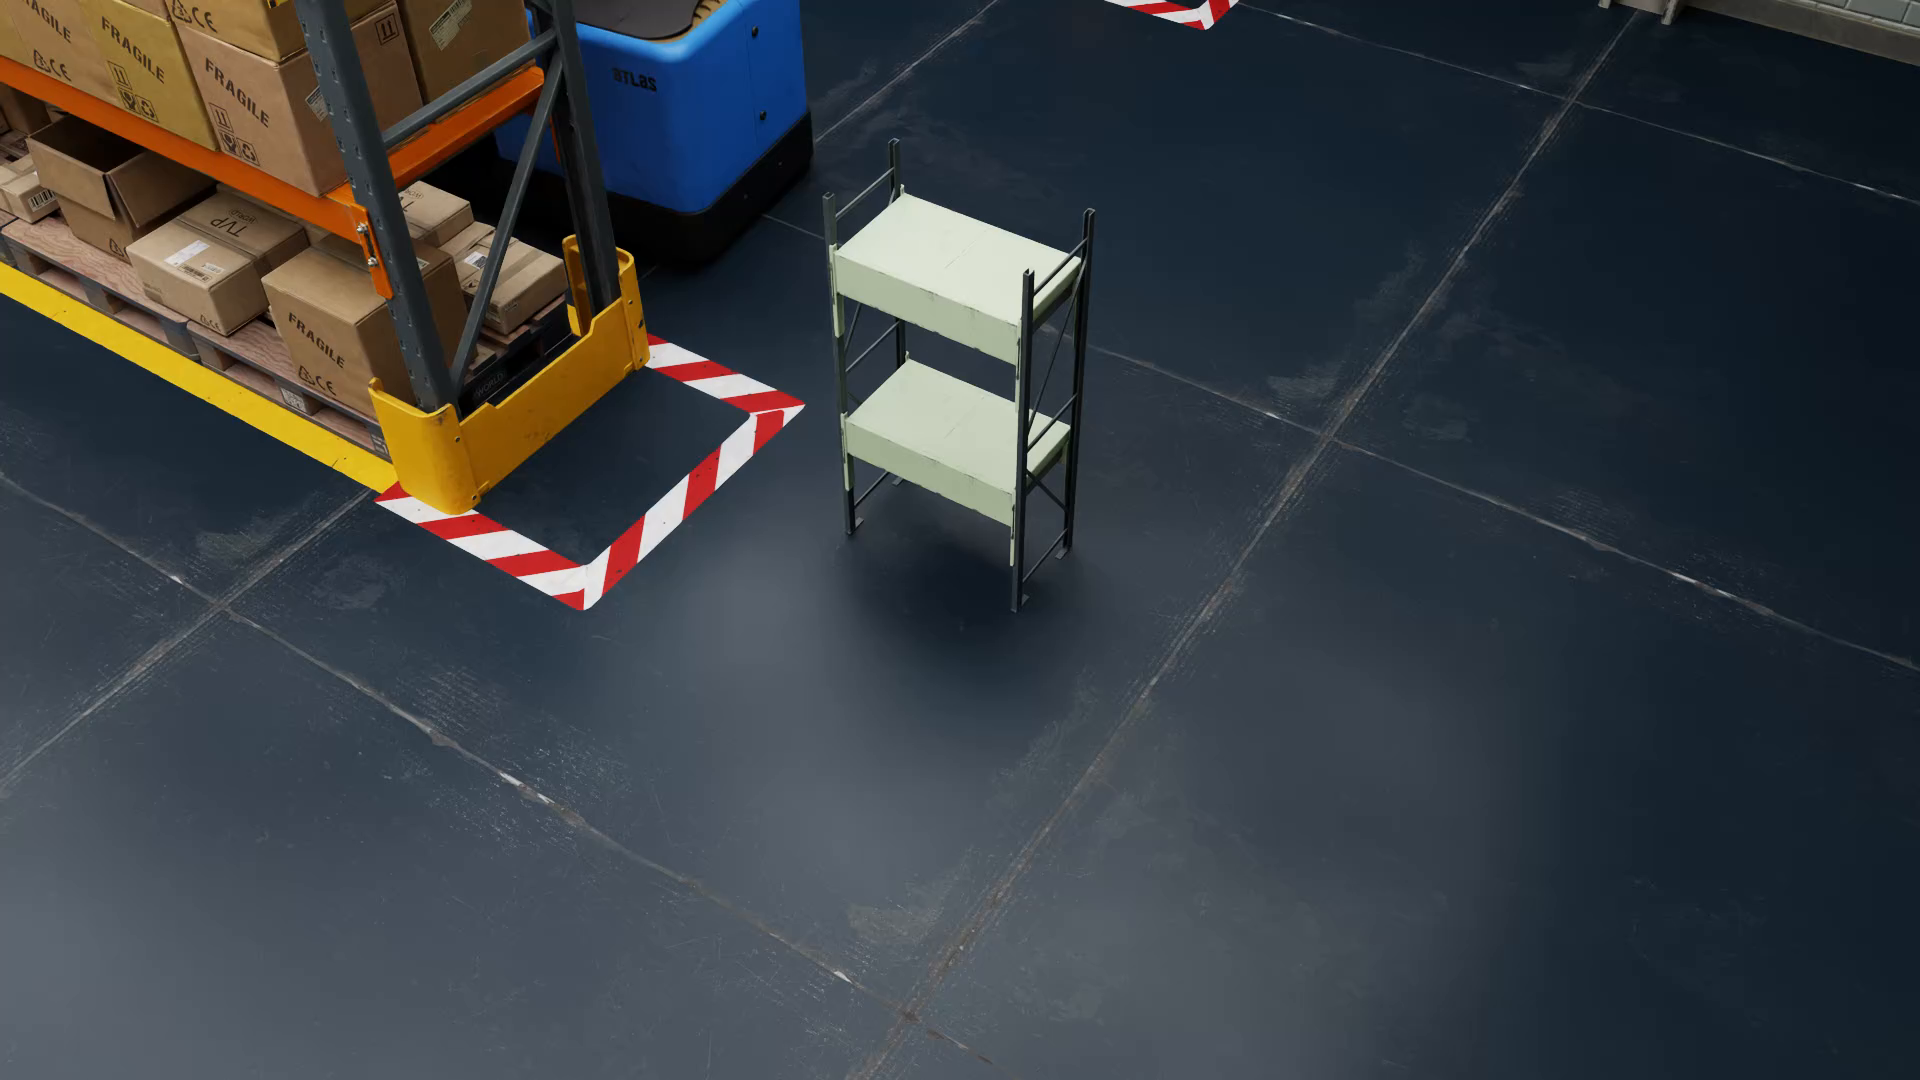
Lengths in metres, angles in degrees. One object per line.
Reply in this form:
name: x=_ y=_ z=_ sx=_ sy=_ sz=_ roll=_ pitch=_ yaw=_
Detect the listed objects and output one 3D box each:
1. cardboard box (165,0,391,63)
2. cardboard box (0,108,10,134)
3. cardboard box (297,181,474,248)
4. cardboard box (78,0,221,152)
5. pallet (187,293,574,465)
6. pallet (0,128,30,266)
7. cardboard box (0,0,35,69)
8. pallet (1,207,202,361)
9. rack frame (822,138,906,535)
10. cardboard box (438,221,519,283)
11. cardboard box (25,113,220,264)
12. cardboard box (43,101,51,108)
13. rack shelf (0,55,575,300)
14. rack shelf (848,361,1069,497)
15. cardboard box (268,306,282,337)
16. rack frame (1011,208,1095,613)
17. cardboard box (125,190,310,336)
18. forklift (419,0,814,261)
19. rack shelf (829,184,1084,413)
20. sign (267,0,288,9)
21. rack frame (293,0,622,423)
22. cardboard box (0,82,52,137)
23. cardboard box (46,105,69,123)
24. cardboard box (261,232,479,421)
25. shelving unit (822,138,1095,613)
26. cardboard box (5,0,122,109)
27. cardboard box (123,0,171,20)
cardboard box: x=-2.197 y=-1.901 z=5.239 sx=0.500 sy=0.500 sz=0.500 roll=24 pitch=51 yaw=22
cardboard box: x=-4.805 y=-1.983 z=7.654 sx=0.500 sy=0.311 sz=0.500 roll=25 pitch=51 yaw=22
cardboard box: x=-2.400 y=-1.282 z=7.014 sx=0.500 sy=0.250 sz=0.500 roll=25 pitch=51 yaw=22
cardboard box: x=-2.637 y=-1.754 z=5.793 sx=0.500 sy=0.500 sz=0.500 roll=25 pitch=51 yaw=22
pallet: x=-2.410 y=-0.877 z=6.955 sx=1.213 sy=0.211 sz=1.003 roll=25 pitch=51 yaw=22
pallet: x=-4.464 y=-1.822 z=7.873 sx=1.213 sy=0.211 sz=1.003 roll=25 pitch=51 yaw=22
cardboard box: x=-3.478 y=-2.146 z=6.174 sx=0.500 sy=0.500 sz=0.500 roll=24 pitch=50 yaw=22
pallet: x=-3.433 y=-1.350 z=7.415 sx=1.213 sy=0.211 sz=1.003 roll=25 pitch=51 yaw=22
rack frame: x=-0.314 y=-0.667 z=5.852 sx=0.023 sy=1.500 sz=0.400 roll=25 pitch=51 yaw=22
cardboard box: x=-2.052 y=-1.144 z=6.939 sx=0.250 sy=0.166 sz=0.380 roll=25 pitch=51 yaw=22
cardboard box: x=-3.457 y=-1.619 z=7.166 sx=0.637 sy=0.503 sz=0.797 roll=25 pitch=51 yaw=22
cardboard box: x=-4.061 y=-2.061 z=7.843 sx=0.250 sy=0.149 sz=0.380 roll=25 pitch=51 yaw=22
rack shelf: x=-3.358 y=-2.035 z=6.637 sx=4.000 sy=0.370 sz=1.077 roll=25 pitch=51 yaw=22
rack shelf: x=-0.006 y=-0.366 z=5.878 sx=0.686 sy=0.124 sz=0.368 roll=25 pitch=51 yaw=22
cardboard box: x=-2.557 y=-0.950 z=6.751 sx=0.250 sy=0.166 sz=0.380 roll=25 pitch=51 yaw=22
rack frame: x=0.302 y=-0.384 z=5.577 sx=0.023 sy=1.500 sz=0.400 roll=25 pitch=51 yaw=22
cardboard box: x=-3.049 y=-1.154 z=6.890 sx=0.500 sy=0.250 sz=0.500 roll=25 pitch=51 yaw=22
forklift: x=-2.254 y=-3.000 z=7.121 sx=3.031 sy=2.935 sz=1.130 roll=19 pitch=49 yaw=18
rack shelf: x=-0.006 y=-0.797 z=5.435 sx=0.720 sy=0.370 sz=0.431 roll=25 pitch=51 yaw=22
sign: x=-1.991 y=-1.698 z=4.780 sx=0.005 sy=0.325 sz=0.100 roll=25 pitch=51 yaw=22
rack frame: x=-1.674 y=-1.511 z=5.627 sx=0.127 sy=3.000 sz=1.000 roll=25 pitch=51 yaw=22
cardboard box: x=-4.409 y=-2.293 z=7.823 sx=0.500 sy=0.500 sz=0.500 roll=25 pitch=51 yaw=22
cardboard box: x=-3.777 y=-1.937 z=7.608 sx=0.500 sy=0.311 sz=0.500 roll=25 pitch=51 yaw=22
cardboard box: x=-2.265 y=-0.855 z=6.426 sx=0.500 sy=0.500 sz=0.500 roll=25 pitch=51 yaw=22
shelving unit: x=-0.006 y=-0.525 z=5.715 sx=0.755 sy=1.500 sz=0.431 roll=25 pitch=51 yaw=22
cardboard box: x=-3.054 y=-1.950 z=5.984 sx=0.500 sy=0.500 sz=0.500 roll=25 pitch=51 yaw=22
cardboard box: x=-2.623 y=-2.096 z=5.428 sx=0.500 sy=0.500 sz=0.500 roll=26 pitch=51 yaw=23
